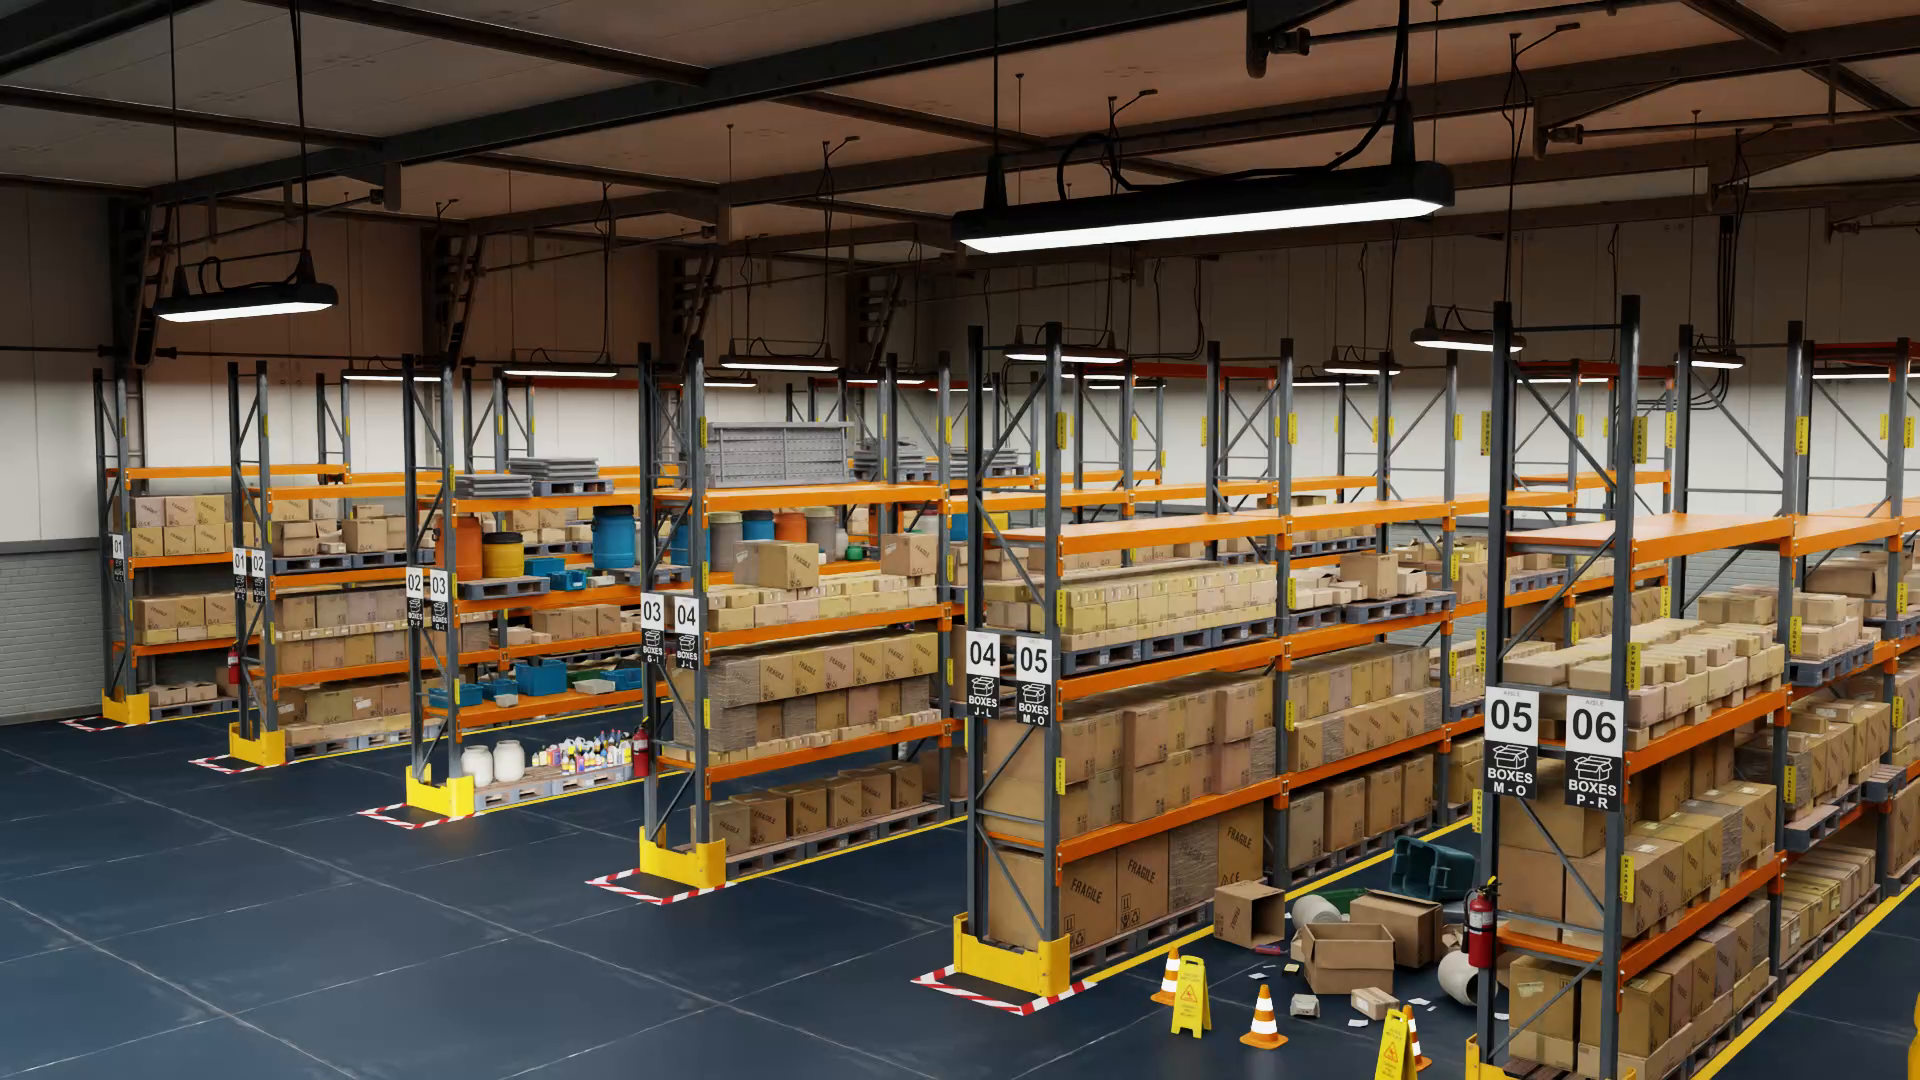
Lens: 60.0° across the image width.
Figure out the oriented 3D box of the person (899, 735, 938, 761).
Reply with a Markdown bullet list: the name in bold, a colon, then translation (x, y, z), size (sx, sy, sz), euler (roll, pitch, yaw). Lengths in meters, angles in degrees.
- **person**: translation (-0.636, 2.460, 25.118), size (0.986, 1.724, 0.550), euler (-4, 6, -41)
